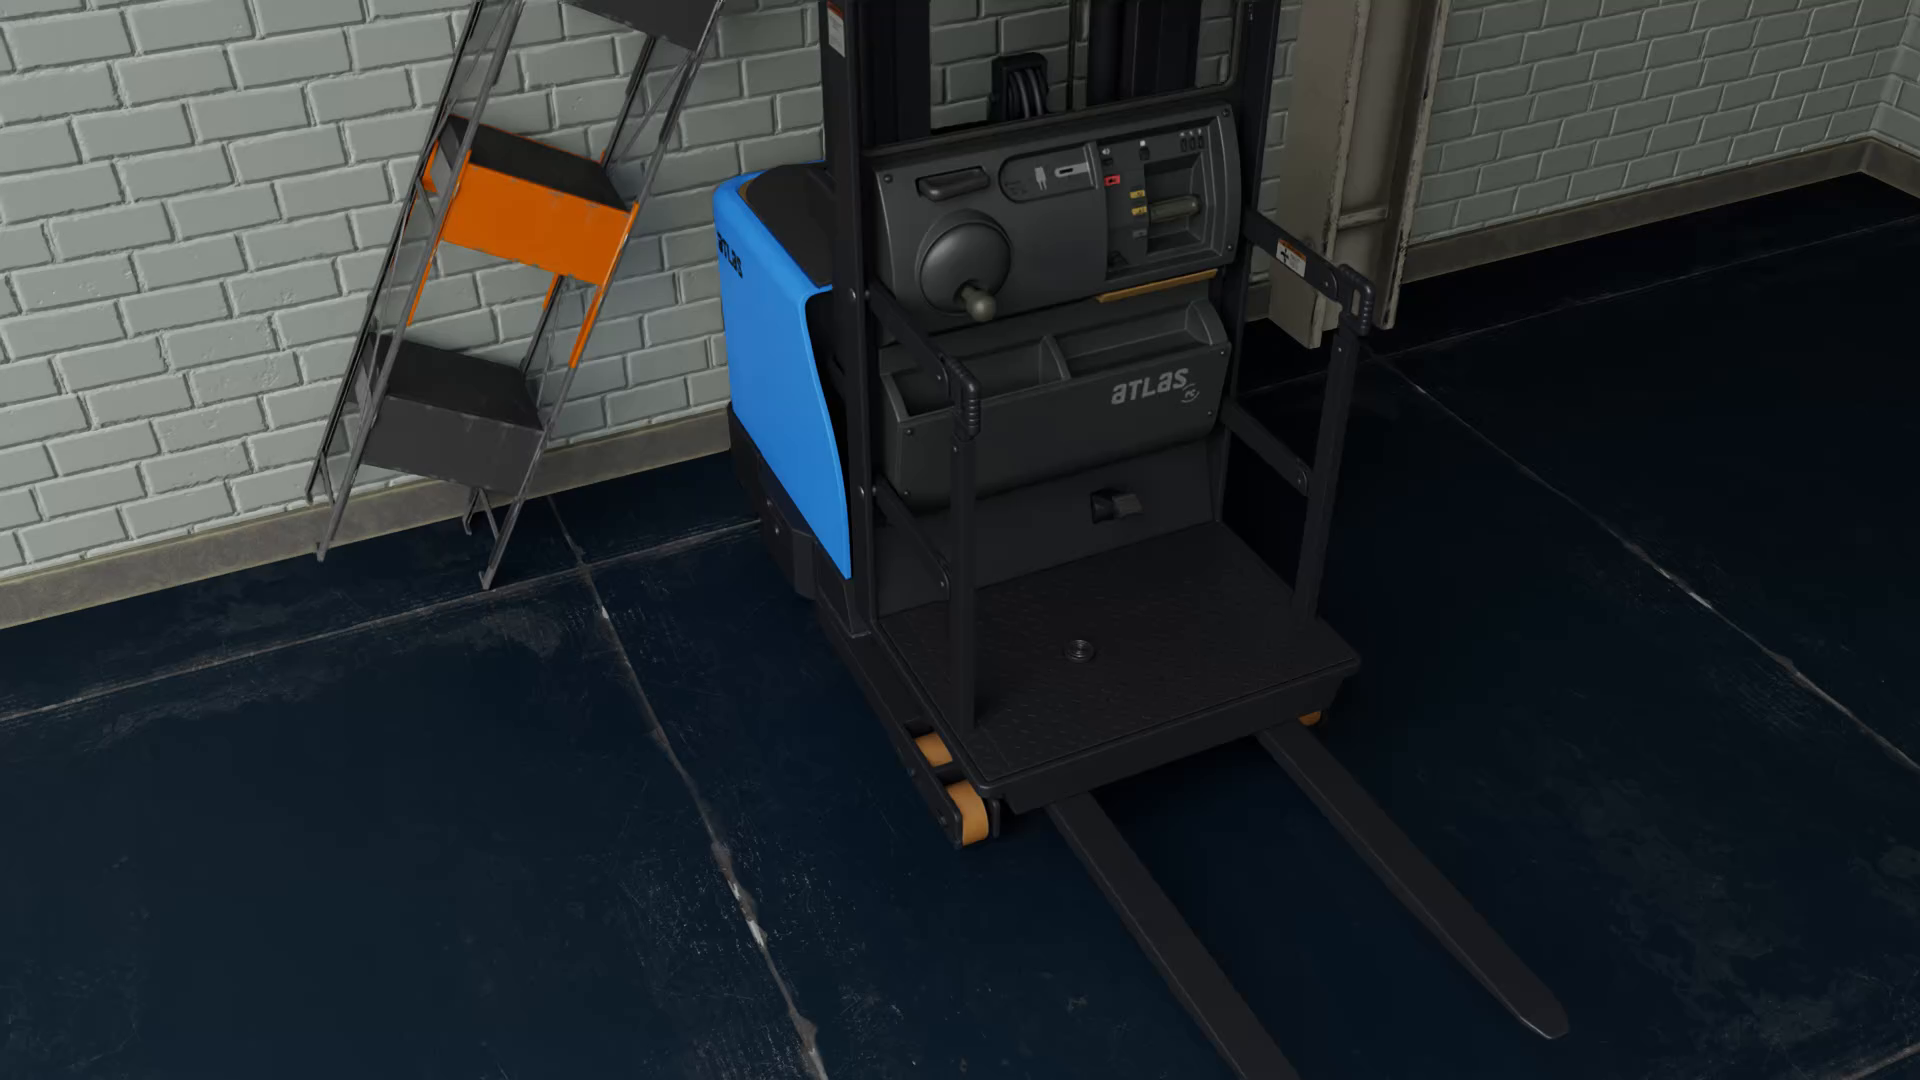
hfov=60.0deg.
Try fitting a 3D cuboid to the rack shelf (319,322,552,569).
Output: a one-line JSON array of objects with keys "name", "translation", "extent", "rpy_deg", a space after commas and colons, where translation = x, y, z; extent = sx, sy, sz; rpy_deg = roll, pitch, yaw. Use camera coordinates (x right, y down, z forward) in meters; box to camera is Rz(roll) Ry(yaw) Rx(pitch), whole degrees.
[{"name": "rack shelf", "translation": [-1.563, -0.278, 4.917], "extent": [0.480, 0.518, 0.431], "rpy_deg": [13, 26, -34]}]

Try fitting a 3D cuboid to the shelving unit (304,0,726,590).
[{"name": "shelving unit", "translation": [-1.255, -0.867, 4.656], "extent": [0.503, 2.100, 0.431], "rpy_deg": [13, 26, -34]}]

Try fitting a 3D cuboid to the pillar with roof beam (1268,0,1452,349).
[{"name": "pillar with roof beam", "translation": [3.245, -2.138, 0.579], "extent": [0.400, 9.000, 9.100], "rpy_deg": [-16, 39, -20]}]

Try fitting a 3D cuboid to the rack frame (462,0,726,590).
[{"name": "rack frame", "translation": [-1.057, -0.823, 4.791], "extent": [0.015, 2.100, 0.400], "rpy_deg": [13, 26, -34]}]

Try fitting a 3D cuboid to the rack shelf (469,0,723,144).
[{"name": "rack shelf", "translation": [-0.959, -1.433, 4.406], "extent": [0.480, 0.518, 0.431], "rpy_deg": [13, 26, -34]}]

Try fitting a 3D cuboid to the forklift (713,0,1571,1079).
[{"name": "forklift", "translation": [0.341, -0.703, 3.737], "extent": [1.130, 2.935, 3.031], "rpy_deg": [-16, 39, -20]}]

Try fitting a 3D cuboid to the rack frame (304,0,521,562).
[{"name": "rack frame", "translation": [-1.454, -0.911, 4.521], "extent": [0.015, 2.100, 0.400], "rpy_deg": [13, 26, -34]}]

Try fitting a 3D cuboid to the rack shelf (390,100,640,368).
[{"name": "rack shelf", "translation": [-1.261, -0.856, 4.661], "extent": [0.480, 0.518, 0.431], "rpy_deg": [13, 26, -34]}]
